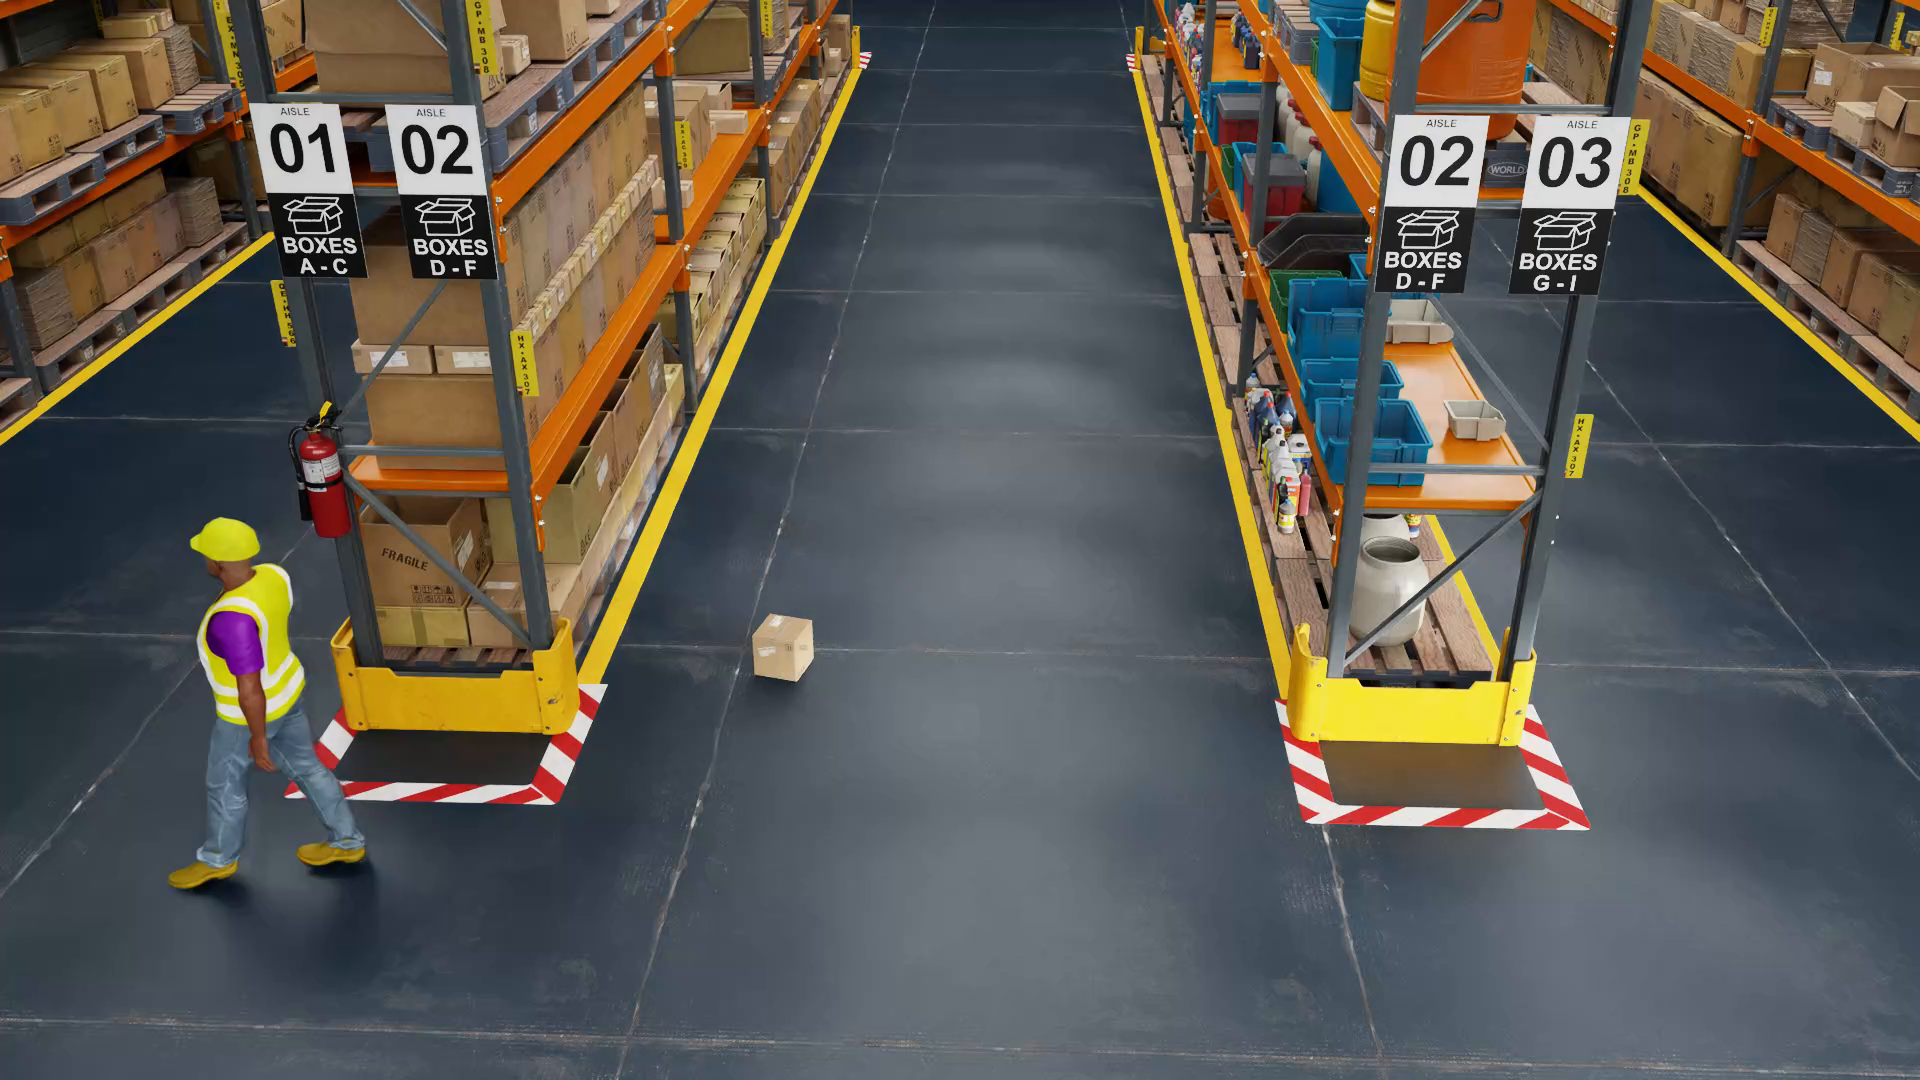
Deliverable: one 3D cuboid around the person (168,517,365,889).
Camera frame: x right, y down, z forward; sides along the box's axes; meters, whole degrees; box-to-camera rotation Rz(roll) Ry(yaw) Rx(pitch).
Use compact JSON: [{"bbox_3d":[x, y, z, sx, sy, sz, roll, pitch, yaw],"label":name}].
[{"bbox_3d":[-3.137,0.693,7.254,0.851,1.747,0.612,2,28,3],"label":"person"}]
